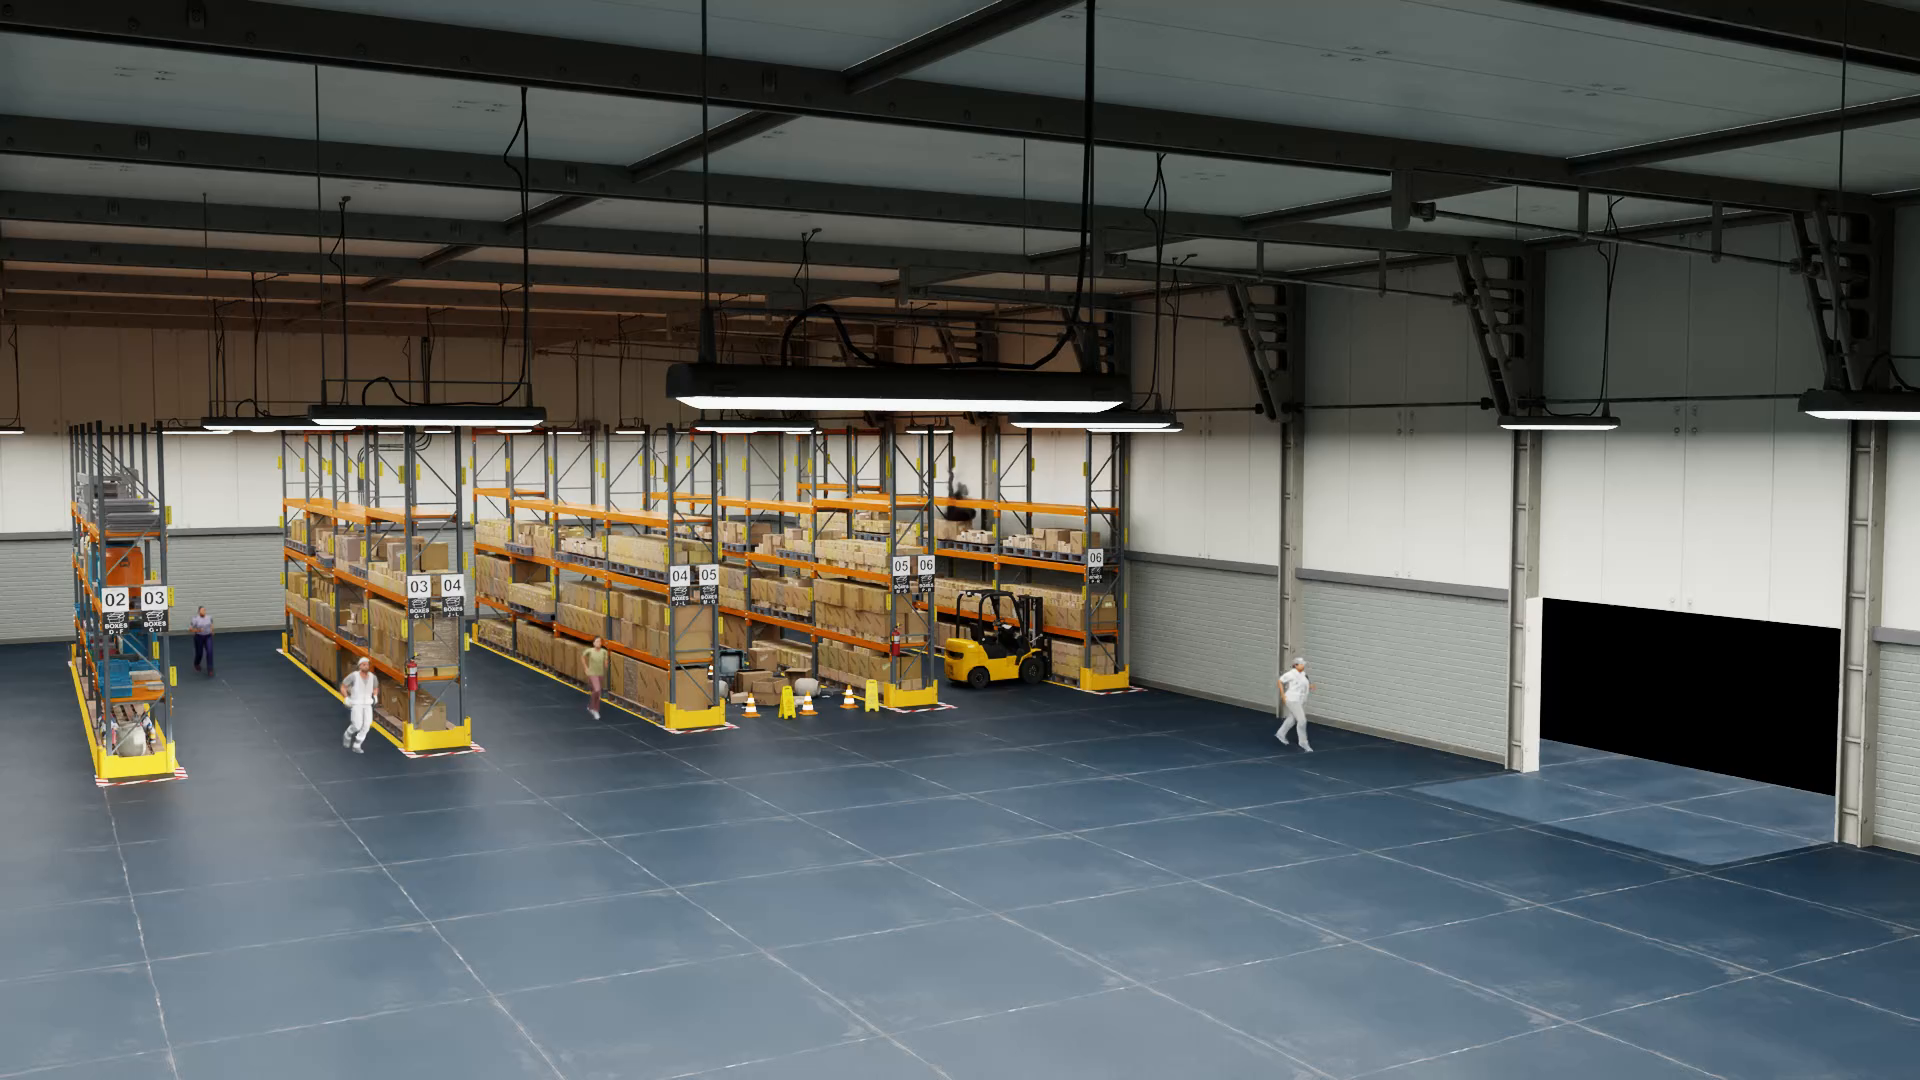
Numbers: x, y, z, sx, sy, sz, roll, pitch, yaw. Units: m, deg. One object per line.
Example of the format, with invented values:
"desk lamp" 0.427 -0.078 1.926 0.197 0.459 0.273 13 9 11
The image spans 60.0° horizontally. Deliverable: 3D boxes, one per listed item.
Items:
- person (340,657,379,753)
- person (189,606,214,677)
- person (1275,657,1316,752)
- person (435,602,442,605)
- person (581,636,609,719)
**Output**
"person" -10.872 2.989 30.213 0.673 1.733 0.607 -3 5 -43
"person" -18.250 2.427 40.074 0.604 1.657 0.923 -3 5 -40
"person" 6.146 2.996 30.522 0.855 1.711 0.580 3 5 40
"person" -14.960 2.005 46.324 0.871 1.685 0.990 2 4 31
"person" -7.454 2.798 34.060 0.493 1.700 0.799 -3 5 -40
